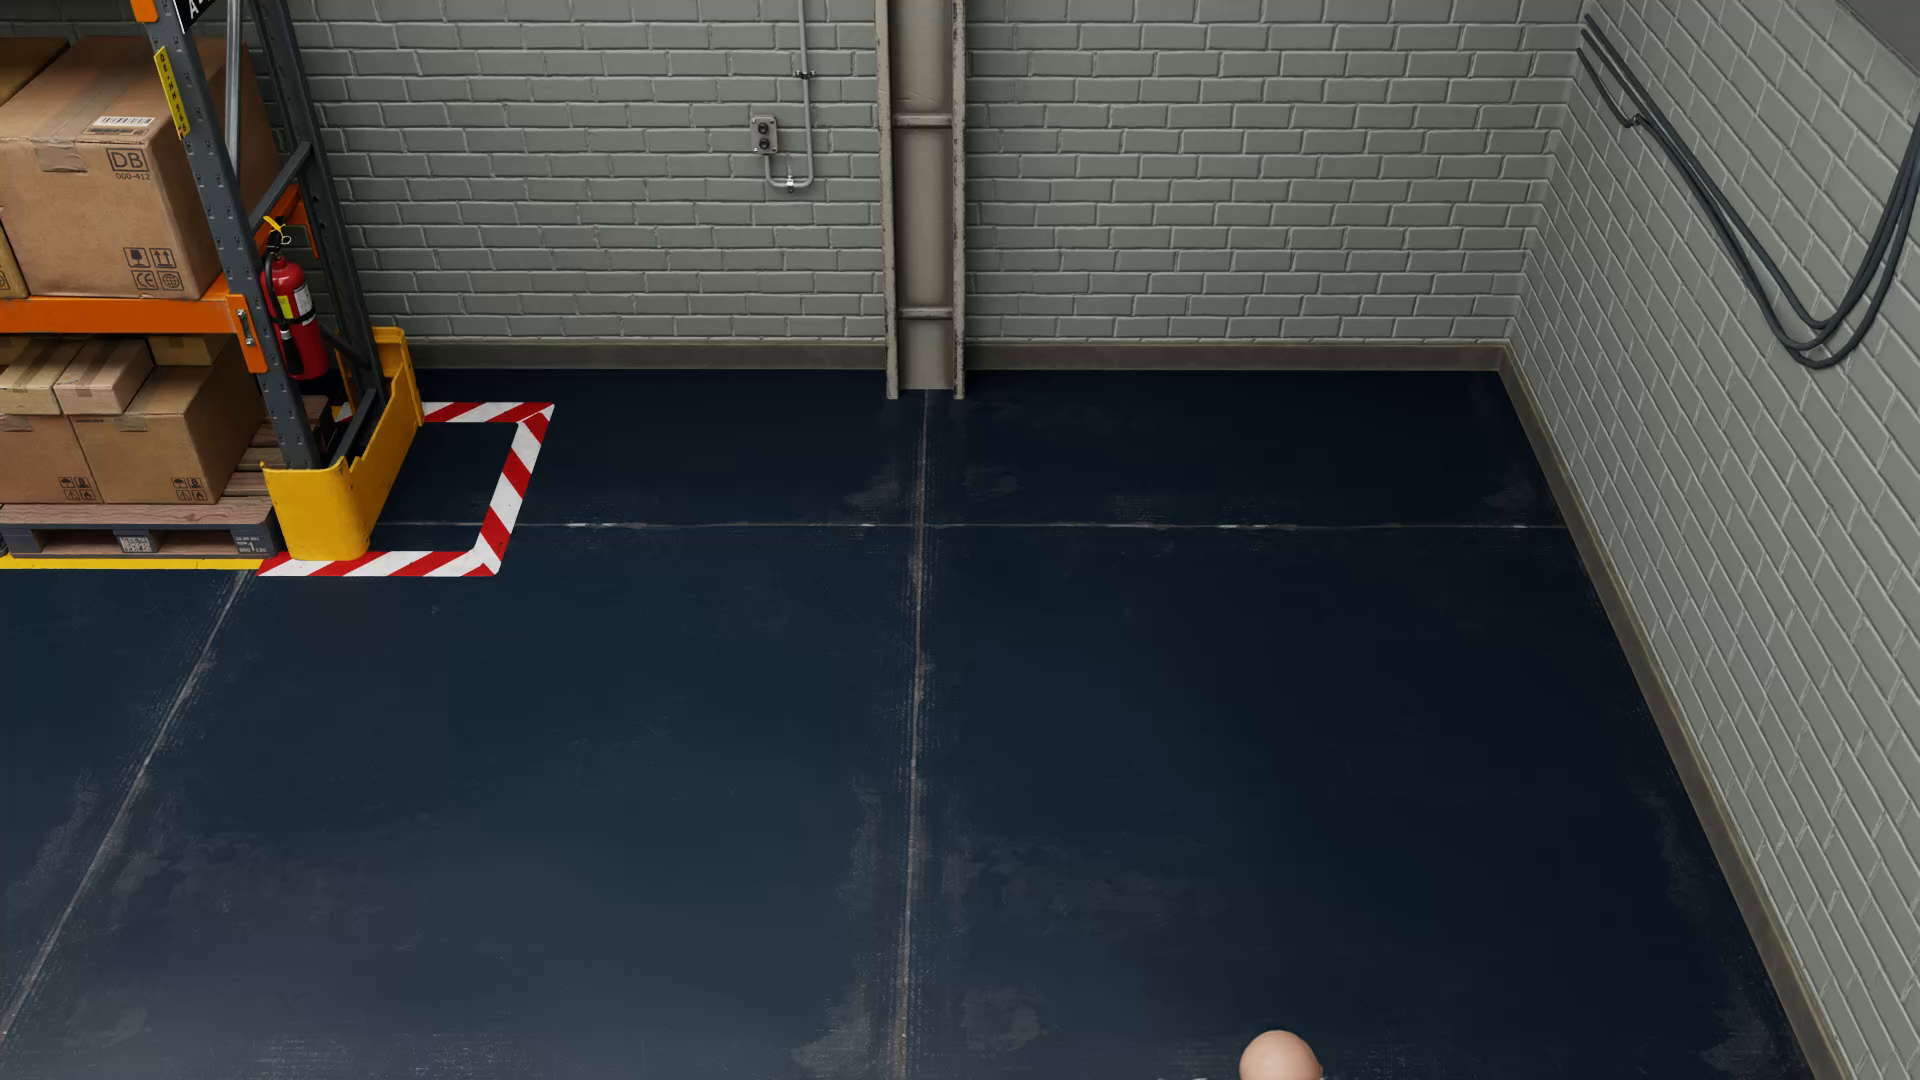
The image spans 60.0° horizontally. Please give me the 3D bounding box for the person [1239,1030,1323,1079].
[{"bbox_3d":[0.692,1.715,4.023,0.603,1.761,0.725,-5,39,-6],"label":"person"}]
